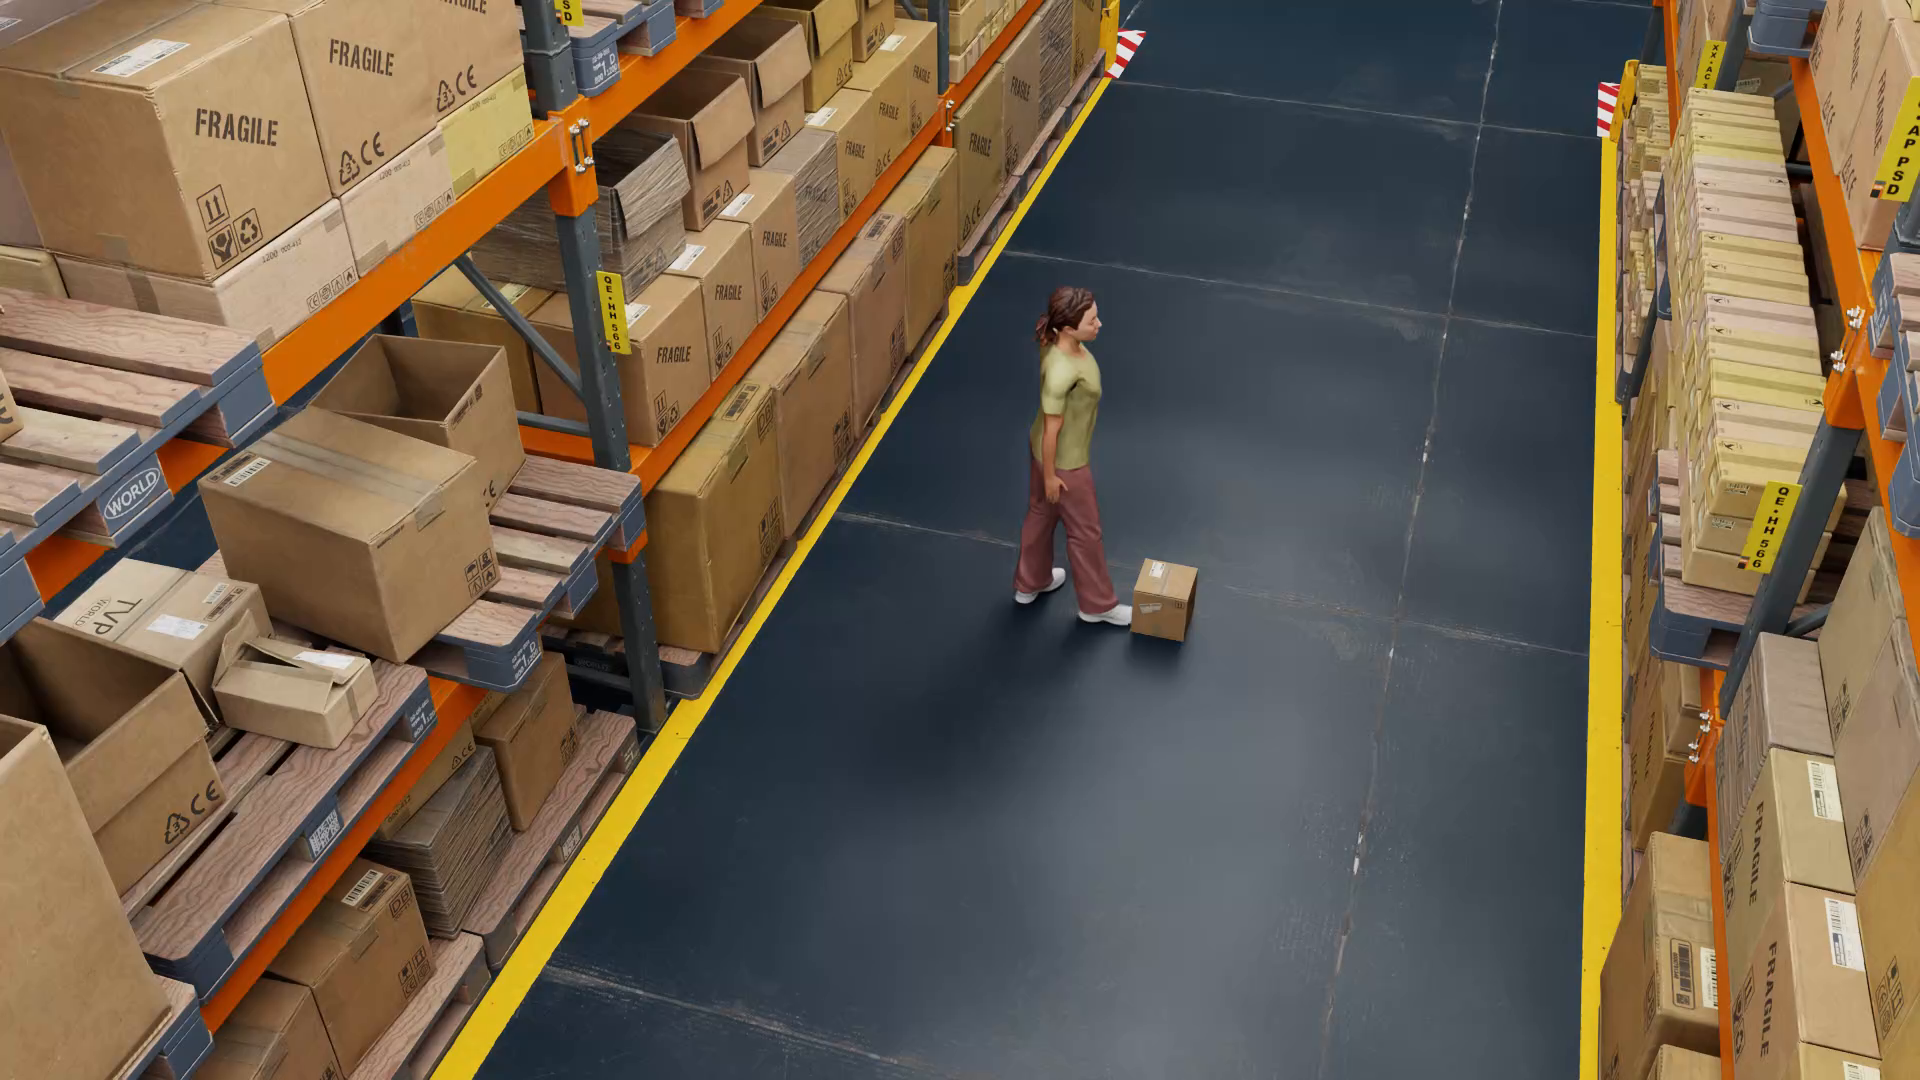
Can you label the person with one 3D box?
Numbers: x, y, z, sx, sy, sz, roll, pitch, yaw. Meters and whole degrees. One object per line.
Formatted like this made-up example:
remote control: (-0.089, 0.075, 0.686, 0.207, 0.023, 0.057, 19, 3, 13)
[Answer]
person: (0.480, -0.396, 7.395, 0.406, 1.666, 0.457, 8, 38, 10)
